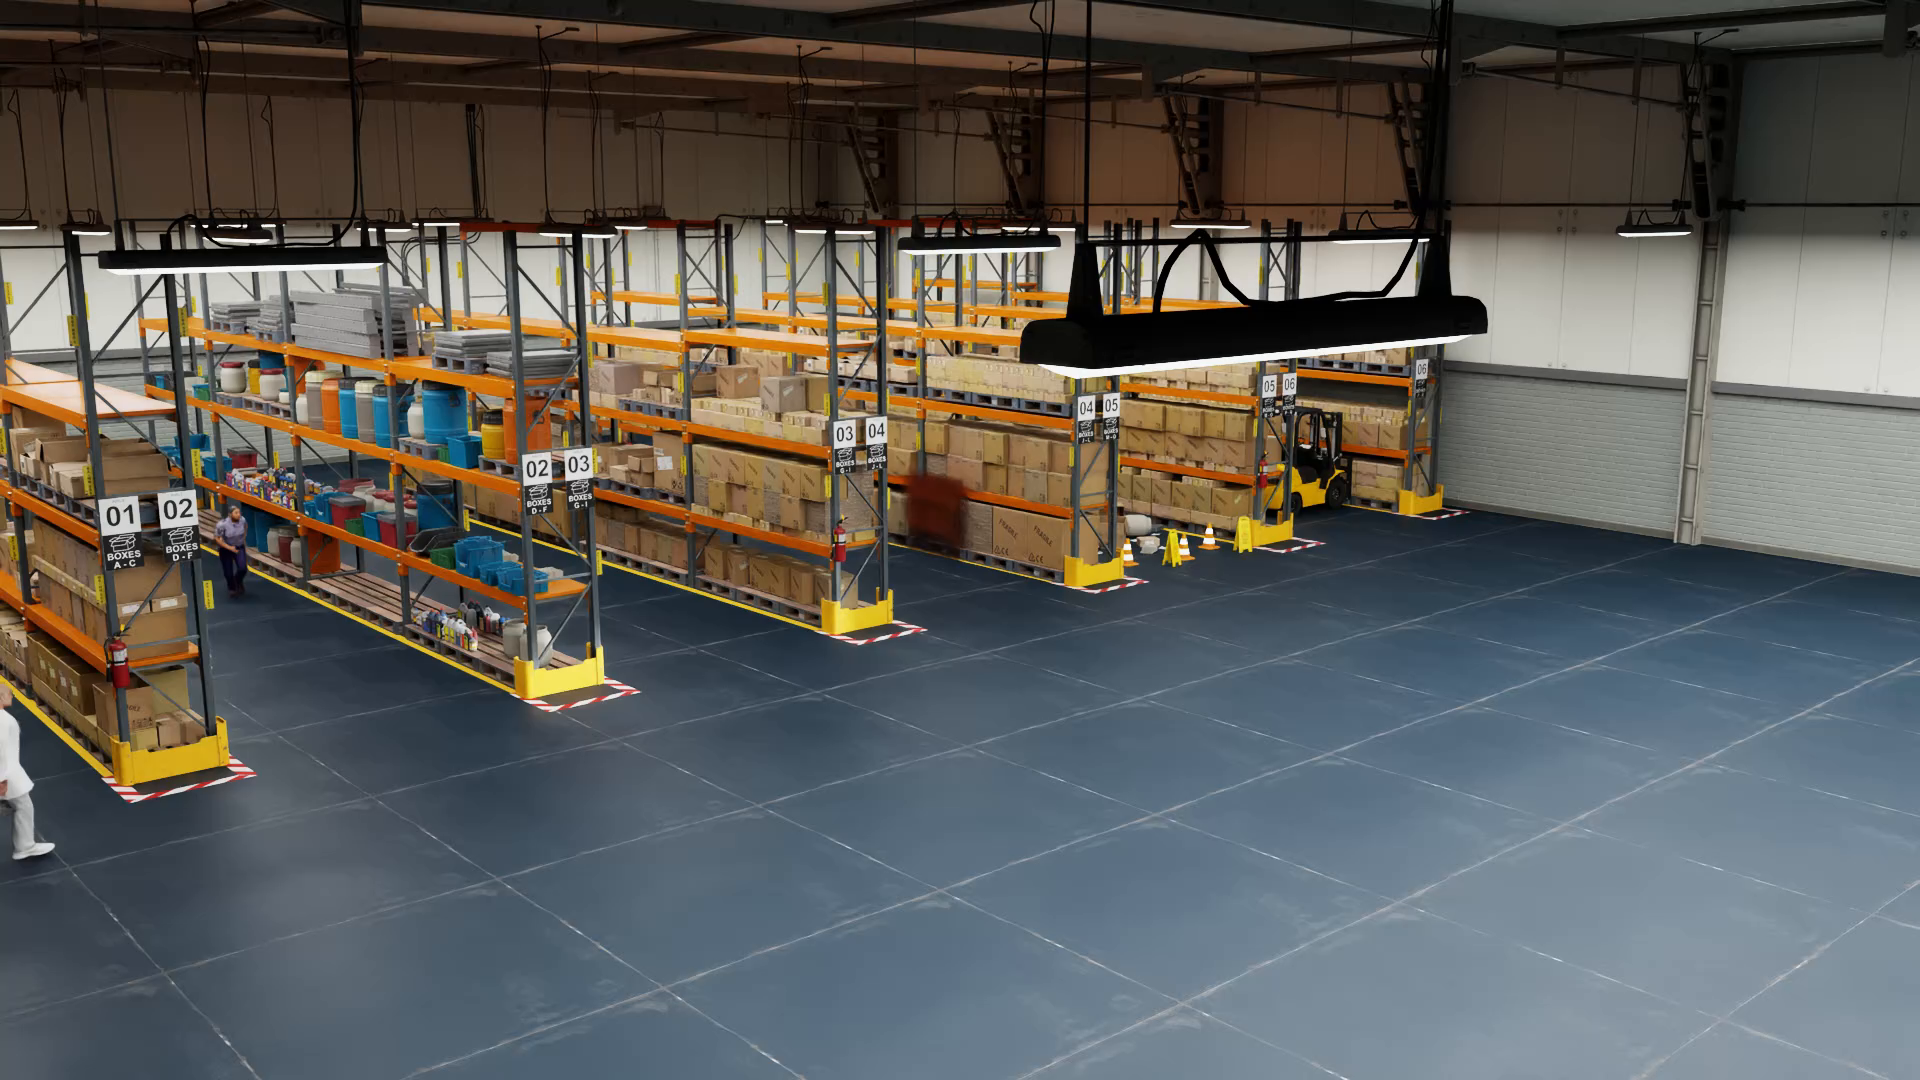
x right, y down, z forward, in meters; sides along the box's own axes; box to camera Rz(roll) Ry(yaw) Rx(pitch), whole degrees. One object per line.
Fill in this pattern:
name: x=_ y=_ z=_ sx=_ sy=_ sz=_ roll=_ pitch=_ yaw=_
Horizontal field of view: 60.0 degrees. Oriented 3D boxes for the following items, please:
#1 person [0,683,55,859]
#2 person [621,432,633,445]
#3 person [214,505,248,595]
person: x=-9.360 y=2.262 z=16.140 sx=0.833 sy=1.758 sz=0.572 roll=-10 pitch=15 yaw=-41
person: x=-6.985 y=-1.435 z=34.657 sx=0.614 sy=1.661 sz=1.084 roll=-9 pitch=15 yaw=-38
person: x=-11.854 y=0.173 z=27.089 sx=0.548 sy=1.553 sz=0.742 roll=-6 pitch=13 yaw=-29
